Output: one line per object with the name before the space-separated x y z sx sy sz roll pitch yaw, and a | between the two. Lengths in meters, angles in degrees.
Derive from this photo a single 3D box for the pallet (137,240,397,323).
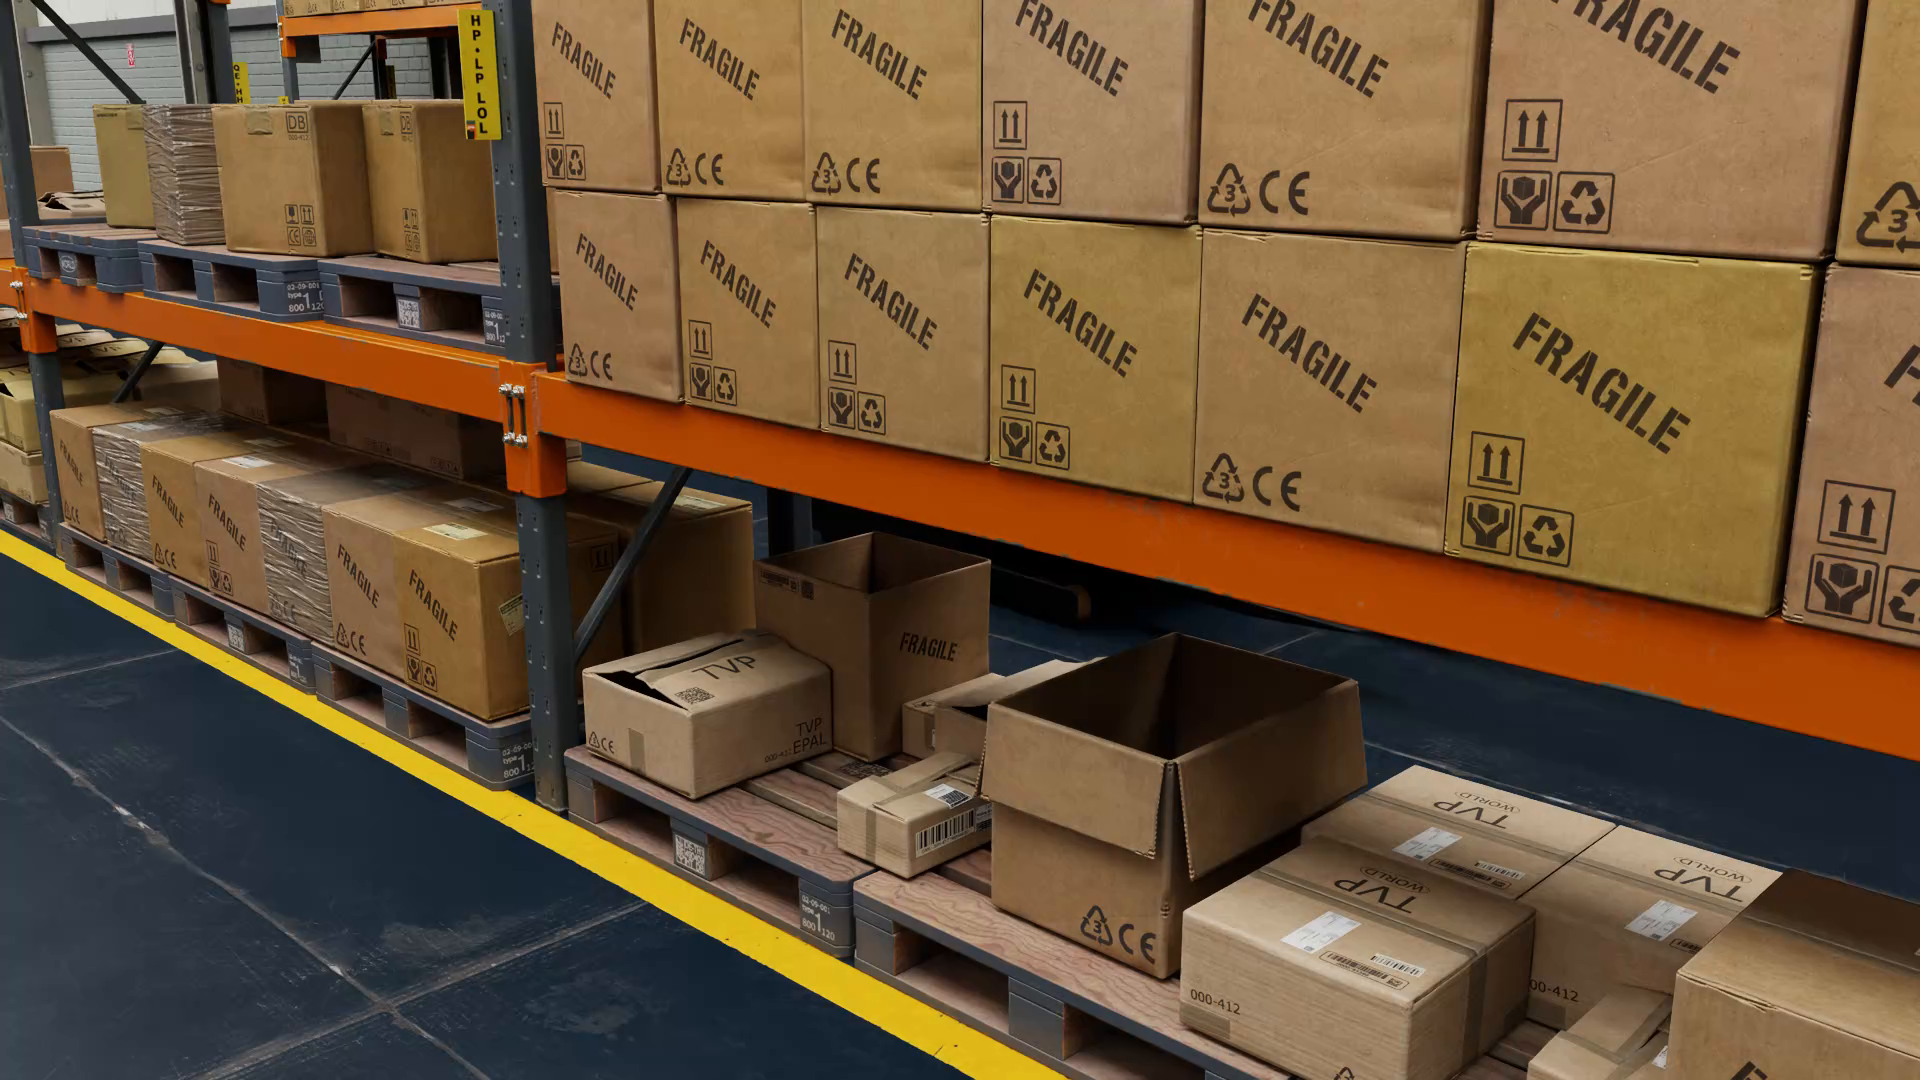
pallet | -2.342 -1.016 6.263 1.213 0.211 1.003 14 20 42

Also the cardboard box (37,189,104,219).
cardboard box | -4.254 -1.597 8.289 0.500 0.311 0.500 13 20 42

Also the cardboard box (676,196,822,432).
cardboard box | -0.317 -0.569 3.969 0.500 0.500 0.500 14 20 43

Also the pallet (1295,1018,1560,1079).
pallet | 1.385 1.149 3.106 1.213 0.211 1.003 14 20 42

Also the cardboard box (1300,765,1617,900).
cardboard box | 1.100 0.748 3.694 0.500 0.250 0.500 14 20 42

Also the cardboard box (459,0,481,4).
cardboard box | -3.726 -4.602 13.457 0.500 0.500 0.500 -14 20 -43

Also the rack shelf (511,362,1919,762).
rack shelf | 0.574 -0.050 3.602 4.000 0.370 1.077 14 20 42

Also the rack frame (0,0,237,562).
rack frame | -3.745 -1.448 7.542 0.127 3.000 1.000 14 20 42

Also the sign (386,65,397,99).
sign | -5.669 -4.559 16.556 0.005 0.325 0.100 14 20 42

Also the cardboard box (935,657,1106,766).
cardboard box | 0.282 0.519 4.450 0.500 0.311 0.500 14 20 42

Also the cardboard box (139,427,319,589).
cardboard box | -2.877 -0.141 6.608 0.500 0.500 0.500 13 20 41

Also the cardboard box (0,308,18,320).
cardboard box | -6.134 -1.274 10.379 0.500 0.311 0.500 14 20 42

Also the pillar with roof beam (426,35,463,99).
pillar with roof beam | -7.952 -5.904 12.745 0.400 9.000 9.100 14 20 42

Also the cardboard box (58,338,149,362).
cardboard box | -4.668 -0.917 9.012 0.500 0.311 0.500 13 19 41

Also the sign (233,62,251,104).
sign | -3.375 -2.070 7.790 0.005 0.325 0.100 14 20 42

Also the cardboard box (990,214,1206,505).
cardboard box | 0.409 -0.392 3.290 0.500 0.500 0.500 13 20 41

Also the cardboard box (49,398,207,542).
cardboard box | -3.616 -0.320 7.297 0.500 0.500 0.500 -13 20 -42

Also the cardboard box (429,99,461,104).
cardboard box | -4.107 -3.461 14.037 0.500 0.500 0.500 14 20 42

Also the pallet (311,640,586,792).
pallet | -1.477 0.466 5.727 1.213 0.211 1.003 14 20 42

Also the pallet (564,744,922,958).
pallet | -0.372 0.722 4.745 1.213 0.211 1.003 14 20 42

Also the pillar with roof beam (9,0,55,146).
pillar with roof beam | -16.591 -8.005 20.806 0.400 9.000 9.100 14 20 42

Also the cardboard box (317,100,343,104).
cardboard box | -5.584 -3.822 15.421 0.500 0.500 0.500 14 20 42

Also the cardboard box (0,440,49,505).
cardboard box | -4.293 -0.369 8.019 0.500 0.250 0.500 -14 20 -43

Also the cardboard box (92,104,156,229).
cardboard box | -3.213 -1.610 7.132 0.500 0.500 0.700 7 16 24

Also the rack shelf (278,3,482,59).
rack shelf | -4.628 -4.502 14.738 4.000 0.370 1.077 14 20 42

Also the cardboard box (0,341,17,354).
cardboard box | -5.392 -0.906 8.969 0.500 0.311 0.500 -14 20 -43

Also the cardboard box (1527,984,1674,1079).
cardboard box | 1.223 0.972 2.998 0.250 0.166 0.380 14 20 42

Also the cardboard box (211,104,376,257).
cardboard box | -2.180 -1.298 5.933 0.500 0.500 0.700 8 17 28

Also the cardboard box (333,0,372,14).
cardboard box | -5.263 -4.963 14.845 0.500 0.500 0.500 -13 20 -42

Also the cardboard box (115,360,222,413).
cardboard box | -3.918 -0.737 8.321 0.500 0.311 0.500 -14 20 -42

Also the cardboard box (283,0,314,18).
cardboard box | -6.001 -5.154 15.576 0.500 0.500 0.500 -14 20 -43

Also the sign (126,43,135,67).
sign | -10.972 -6.413 22.000 0.199 0.298 0.001 14 20 42

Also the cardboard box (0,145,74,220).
cardboard box | -4.964 -1.787 8.645 0.500 0.500 0.500 12 19 39

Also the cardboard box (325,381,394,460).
cardboard box | -2.126 -0.506 6.523 0.500 0.250 0.500 13 20 41

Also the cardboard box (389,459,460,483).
cardboard box | -1.791 -0.061 6.301 0.500 0.500 0.500 14 20 43

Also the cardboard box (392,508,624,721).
cardboard box | -1.420 0.214 5.246 0.500 0.500 0.500 14 20 42

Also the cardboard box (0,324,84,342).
cardboard box | -5.397 -1.096 9.697 0.500 0.311 0.500 14 20 42

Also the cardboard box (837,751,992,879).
cardboard box | -0.084 0.672 4.150 0.250 0.166 0.380 14 20 42

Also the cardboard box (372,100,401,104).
cardboard box | -4.837 -3.642 14.731 0.500 0.500 0.500 -14 20 -42

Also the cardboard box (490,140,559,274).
cardboard box | -1.051 -1.123 5.263 0.500 0.500 0.700 7 16 24

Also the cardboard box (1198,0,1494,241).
cardboard box | 0.762 -0.787 2.821 0.500 0.500 0.500 -14 20 -43

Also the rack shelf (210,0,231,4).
rack shelf | -2.305 -2.202 5.911 4.000 0.370 1.077 14 20 42

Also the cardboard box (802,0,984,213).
cardboard box | 0.020 -0.967 3.512 0.500 0.500 0.500 13 19 41

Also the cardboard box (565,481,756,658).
cardboard box | -1.044 0.120 5.609 0.500 0.500 0.500 13 19 40

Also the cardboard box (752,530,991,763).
cardboard box | -0.258 0.297 4.930 0.500 0.500 0.500 14 20 42

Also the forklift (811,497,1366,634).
forklift | 0.630 -1.221 6.807 1.130 2.935 3.031 -13 19 -40

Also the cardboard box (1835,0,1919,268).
cardboard box | 1.503 -0.608 2.137 0.500 0.500 0.500 13 20 42

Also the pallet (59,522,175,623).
pallet | -3.234 0.039 7.365 1.213 0.211 1.003 14 20 42

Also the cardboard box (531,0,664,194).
cardboard box | -0.721 -1.147 4.204 0.500 0.500 0.500 -14 20 -43

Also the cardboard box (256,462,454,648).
cardboard box | -2.130 0.038 5.921 0.500 0.500 0.500 14 20 43

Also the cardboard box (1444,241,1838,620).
cardboard box | 1.127 -0.216 2.613 0.500 0.500 0.500 14 20 43

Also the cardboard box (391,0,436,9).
cardboard box | -4.504 -4.782 14.150 0.500 0.500 0.500 13 19 40

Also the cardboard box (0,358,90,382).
cardboard box | -4.672 -0.729 8.290 0.500 0.311 0.500 13 20 41

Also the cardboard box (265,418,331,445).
cardboard box | -2.536 -0.240 6.989 0.500 0.500 0.500 13 19 40
